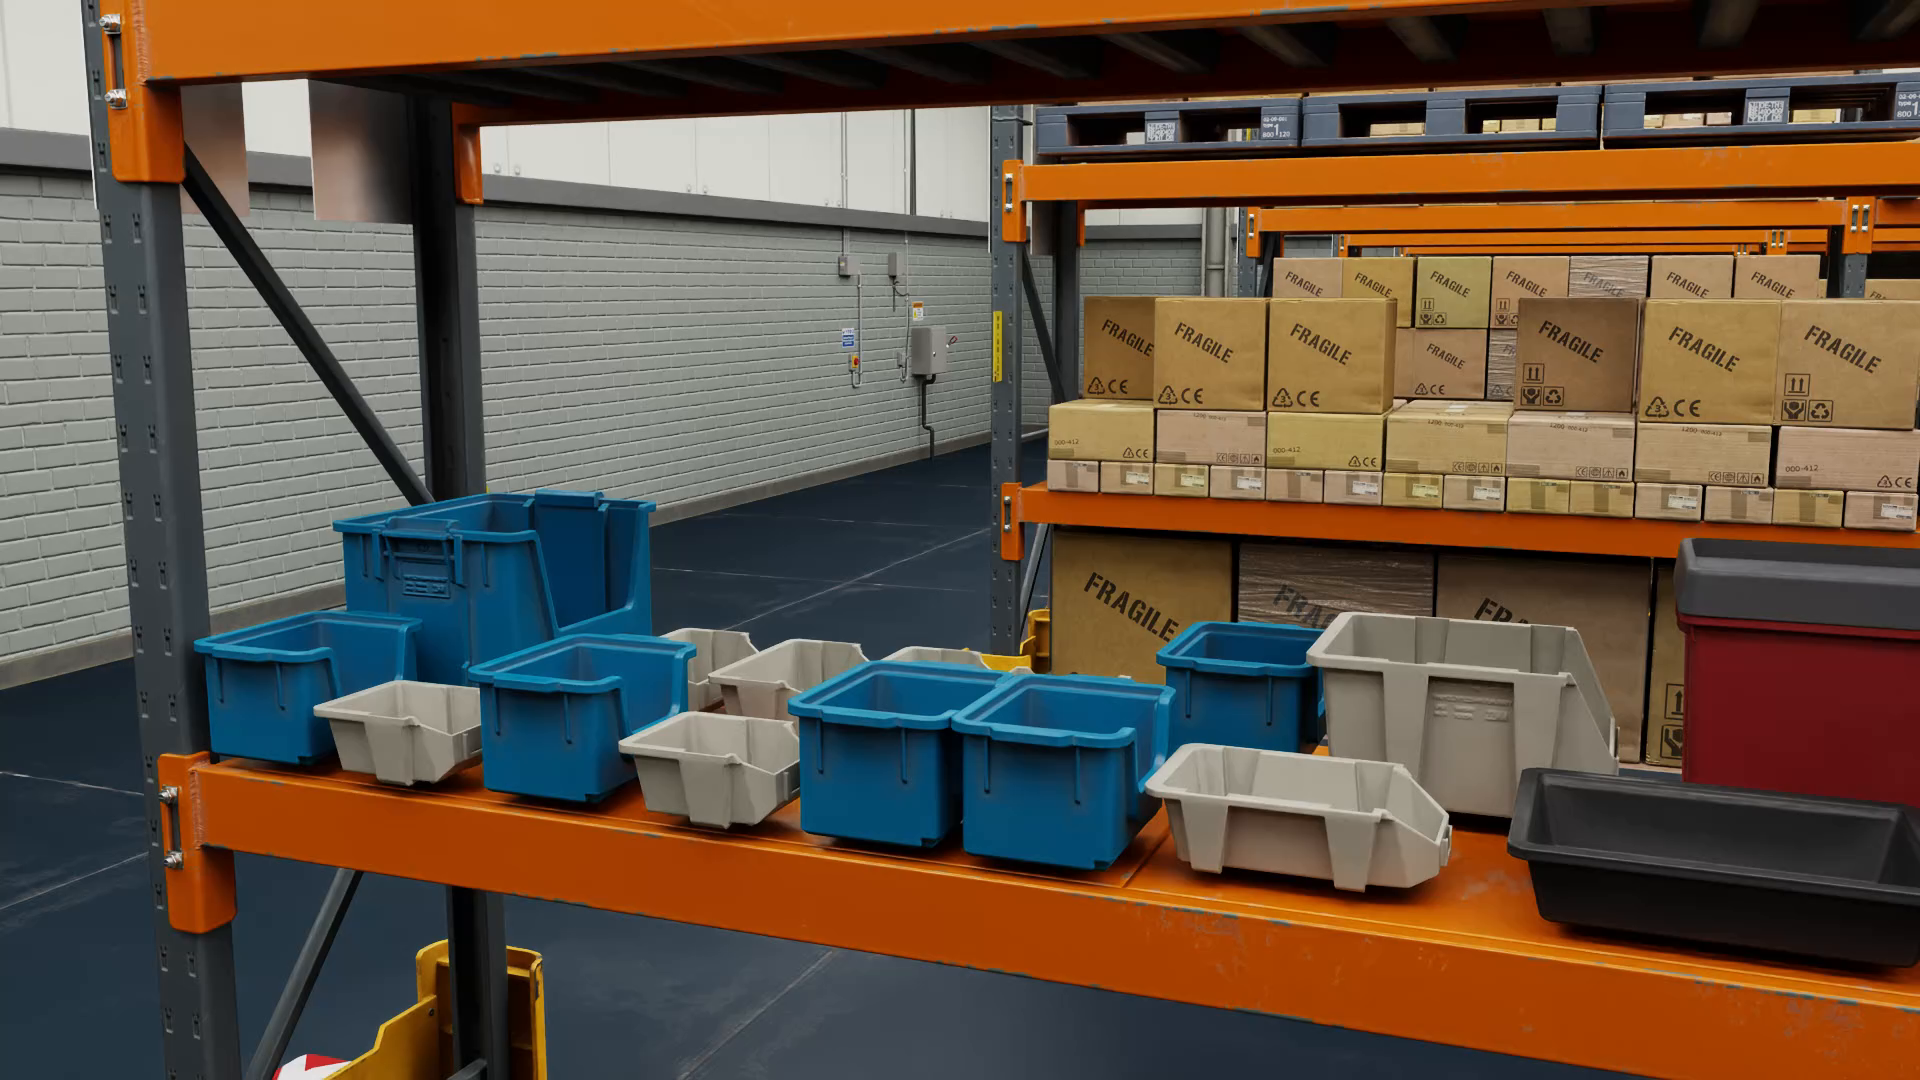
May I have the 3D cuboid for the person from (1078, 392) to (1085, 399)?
[{"bbox_3d":[0.810,-0.170,10.430,0.327,1.696,0.530,1,9,9],"label":"person"}]
